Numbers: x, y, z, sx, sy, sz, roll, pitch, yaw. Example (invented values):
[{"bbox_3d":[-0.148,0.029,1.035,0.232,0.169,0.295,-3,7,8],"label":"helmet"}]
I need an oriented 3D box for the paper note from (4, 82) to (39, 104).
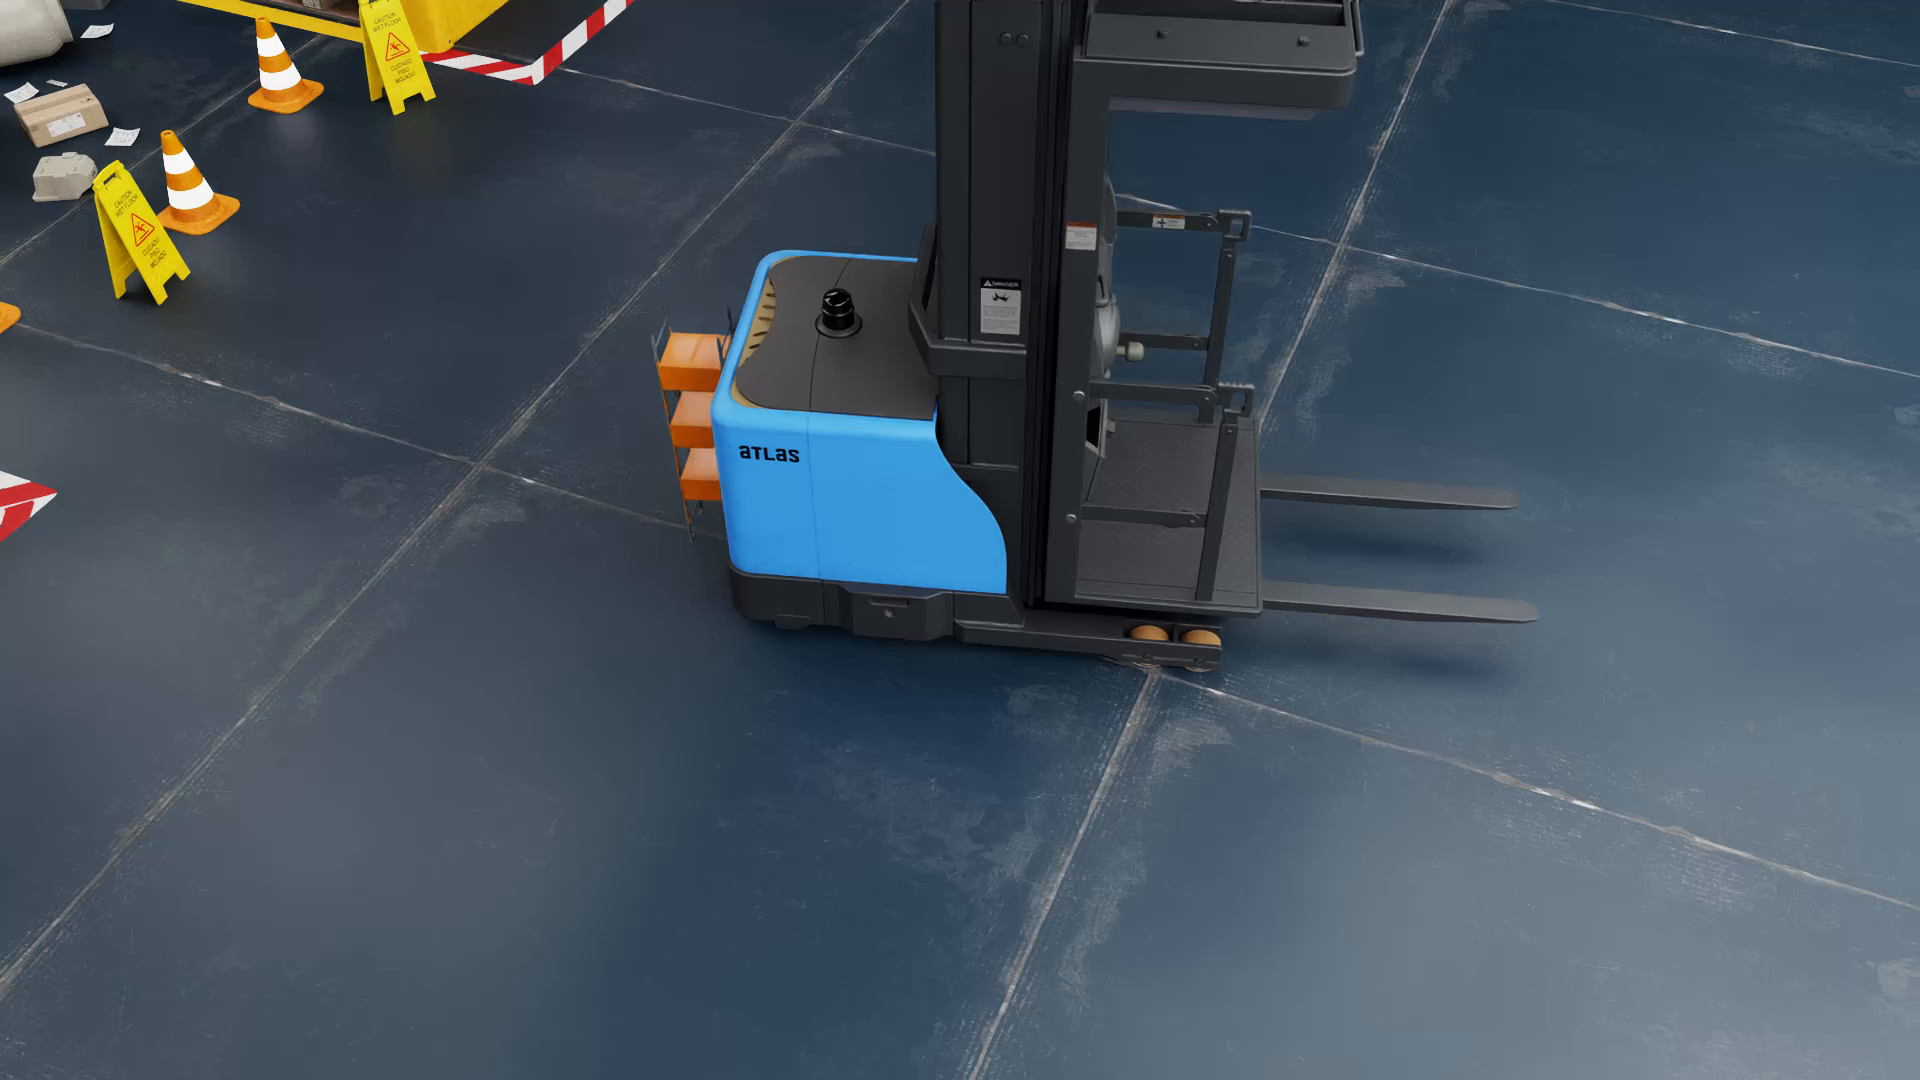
[{"bbox_3d":[-5.209,-2.485,9.234,0.142,0.019,0.148,33,54,29],"label":"paper note"}]

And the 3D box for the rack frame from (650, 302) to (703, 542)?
[{"bbox_3d":[-1.091,-0.436,6.443,0.008,1.050,0.200,3,45,6],"label":"rack frame"}]

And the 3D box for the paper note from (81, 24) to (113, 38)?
[{"bbox_3d":[-5.044,-2.980,9.723,0.148,0.019,0.142,2,45,2],"label":"paper note"}]

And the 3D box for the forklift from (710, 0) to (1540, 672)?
[{"bbox_3d":[0.675,-0.942,5.619,3.031,2.935,1.130,5,45,5],"label":"forklift"}]

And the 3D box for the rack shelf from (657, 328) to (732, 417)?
[{"bbox_3d":[-0.977,-0.623,6.240,0.240,0.259,0.215,3,45,6],"label":"rack shelf"}]

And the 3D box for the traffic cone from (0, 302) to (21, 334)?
[{"bbox_3d":[-4.600,-1.171,7.599,0.334,0.463,0.336,16,47,16],"label":"traffic cone"}]

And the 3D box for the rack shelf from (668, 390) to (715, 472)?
[{"bbox_3d":[-0.970,-0.421,6.439,0.240,0.259,0.215,3,45,6],"label":"rack shelf"}]

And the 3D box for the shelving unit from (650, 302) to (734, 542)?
[{"bbox_3d":[-0.970,-0.429,6.432,0.252,1.050,0.215,3,45,6],"label":"shelving unit"}]

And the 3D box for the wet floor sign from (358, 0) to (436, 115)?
[{"bbox_3d":[-3.080,-2.669,8.975,0.232,0.644,0.267,33,54,29],"label":"wet floor sign"}]

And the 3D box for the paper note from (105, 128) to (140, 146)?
[{"bbox_3d":[-4.482,-2.160,8.900,0.142,0.019,0.148,2,45,2],"label":"paper note"}]

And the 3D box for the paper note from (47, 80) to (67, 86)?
[{"bbox_3d":[-5.059,-2.560,9.316,0.123,0.001,0.032,16,47,16],"label":"paper note"}]

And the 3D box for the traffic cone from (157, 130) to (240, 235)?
[{"bbox_3d":[-3.851,-1.815,8.246,0.334,0.463,0.336,16,47,16],"label":"traffic cone"}]

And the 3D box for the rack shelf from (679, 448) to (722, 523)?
[{"bbox_3d":[-0.963,-0.223,6.635,0.240,0.259,0.215,3,45,6],"label":"rack shelf"}]

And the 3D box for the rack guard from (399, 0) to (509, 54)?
[{"bbox_3d":[-2.914,-3.386,9.799,0.348,0.500,1.175,16,47,16],"label":"rack guard"}]

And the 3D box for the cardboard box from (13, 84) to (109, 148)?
[{"bbox_3d":[-4.830,-2.282,8.938,0.380,0.149,0.250,-28,51,-25],"label":"cardboard box"}]

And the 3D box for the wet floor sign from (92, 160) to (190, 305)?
[{"bbox_3d":[-3.867,-1.449,7.748,0.232,0.644,0.267,9,46,9],"label":"wet floor sign"}]

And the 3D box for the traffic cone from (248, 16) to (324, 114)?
[{"bbox_3d":[-3.737,-2.630,9.065,0.334,0.463,0.336,16,47,16],"label":"traffic cone"}]

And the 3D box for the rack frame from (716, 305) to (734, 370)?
[{"bbox_3d":[-0.849,-0.421,6.420,0.008,1.050,0.200,3,45,6],"label":"rack frame"}]

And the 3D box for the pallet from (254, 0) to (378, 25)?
[{"bbox_3d":[-3.650,-3.528,10.146,1.213,0.211,1.003,16,47,16],"label":"pallet"}]

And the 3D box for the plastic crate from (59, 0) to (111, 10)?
[{"bbox_3d":[-5.402,-3.343,10.053,0.583,0.080,0.402,2,45,2],"label":"plastic crate"}]

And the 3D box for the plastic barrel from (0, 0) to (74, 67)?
[{"bbox_3d":[-5.333,-2.914,9.379,0.512,0.421,0.421,-20,48,-19],"label":"plastic barrel"}]

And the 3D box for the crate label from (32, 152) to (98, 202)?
[{"bbox_3d":[-4.600,-1.872,8.535,0.298,0.136,0.250,-5,45,-5],"label":"crate label"}]
